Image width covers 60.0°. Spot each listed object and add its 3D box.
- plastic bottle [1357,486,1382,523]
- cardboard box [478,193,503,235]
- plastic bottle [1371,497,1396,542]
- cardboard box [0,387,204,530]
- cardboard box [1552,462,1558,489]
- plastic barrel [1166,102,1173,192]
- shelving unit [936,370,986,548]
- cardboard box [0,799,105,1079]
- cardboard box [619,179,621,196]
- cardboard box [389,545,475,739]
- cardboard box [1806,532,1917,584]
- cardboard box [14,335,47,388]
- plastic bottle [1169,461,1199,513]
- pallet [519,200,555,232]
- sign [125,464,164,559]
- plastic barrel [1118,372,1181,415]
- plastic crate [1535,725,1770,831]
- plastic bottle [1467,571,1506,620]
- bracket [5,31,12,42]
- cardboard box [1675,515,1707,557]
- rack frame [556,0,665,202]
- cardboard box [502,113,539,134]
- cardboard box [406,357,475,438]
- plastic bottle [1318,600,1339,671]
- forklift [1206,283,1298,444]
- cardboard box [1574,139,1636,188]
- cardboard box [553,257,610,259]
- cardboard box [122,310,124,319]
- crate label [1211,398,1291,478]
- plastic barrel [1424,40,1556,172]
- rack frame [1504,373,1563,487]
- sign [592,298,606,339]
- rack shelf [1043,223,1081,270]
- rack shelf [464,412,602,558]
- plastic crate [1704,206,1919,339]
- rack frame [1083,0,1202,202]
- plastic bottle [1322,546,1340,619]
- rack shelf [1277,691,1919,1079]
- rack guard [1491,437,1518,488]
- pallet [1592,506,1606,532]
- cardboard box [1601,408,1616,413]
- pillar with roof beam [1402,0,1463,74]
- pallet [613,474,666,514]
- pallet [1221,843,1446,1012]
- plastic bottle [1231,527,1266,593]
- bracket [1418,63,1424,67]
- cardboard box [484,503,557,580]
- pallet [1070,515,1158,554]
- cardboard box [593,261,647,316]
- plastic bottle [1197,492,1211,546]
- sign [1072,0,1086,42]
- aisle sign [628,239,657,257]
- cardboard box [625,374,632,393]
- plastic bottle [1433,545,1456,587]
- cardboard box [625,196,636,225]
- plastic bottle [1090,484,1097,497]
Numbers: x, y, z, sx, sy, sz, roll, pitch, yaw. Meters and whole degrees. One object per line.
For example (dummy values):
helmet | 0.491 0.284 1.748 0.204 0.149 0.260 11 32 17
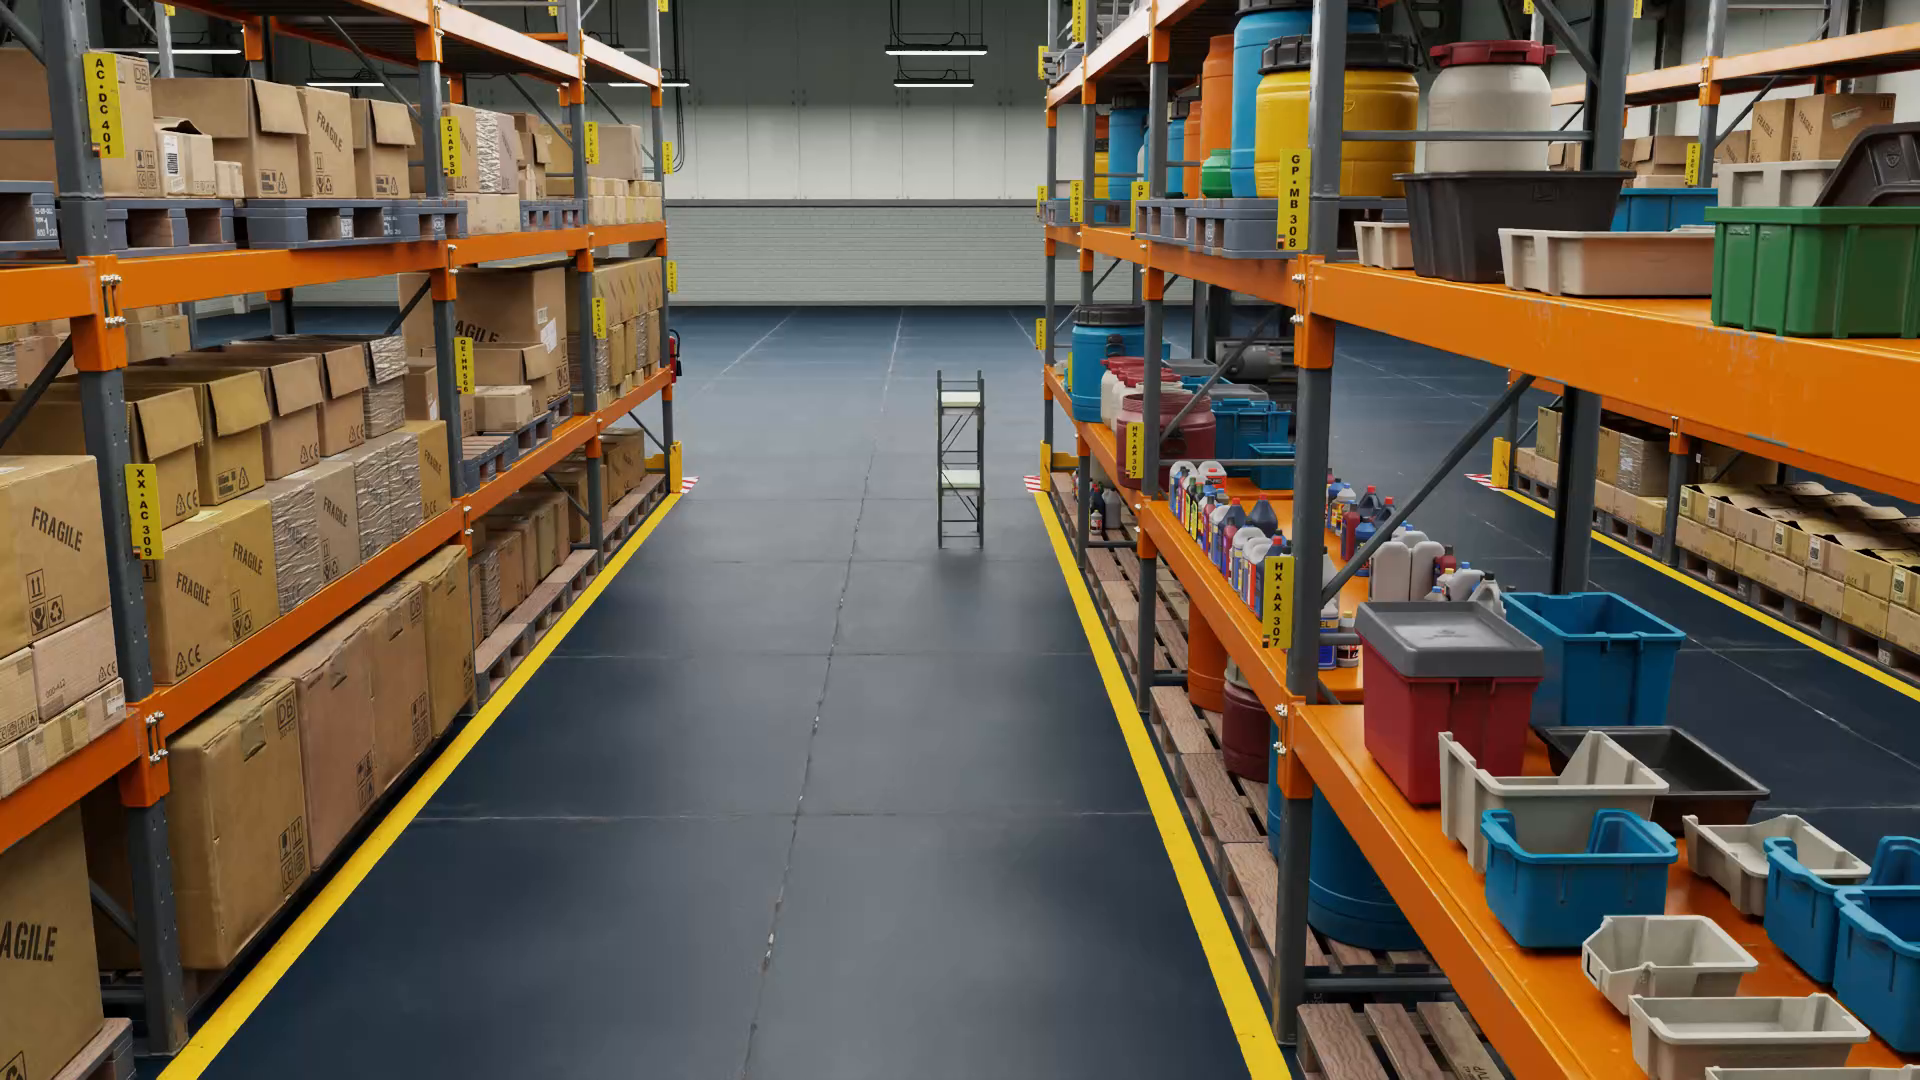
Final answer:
plastic bottle | 1.987 -0.082 8.044 0.144 0.351 0.185 0 11 -1
cardboard box | -3.151 -2.017 10.289 0.500 0.250 0.500 0 11 0
plastic bottle | 1.993 -0.019 7.733 0.144 0.351 0.185 0 11 -1
cardboard box | -3.324 -0.296 6.200 0.797 0.503 0.637 -1 11 -3
cardboard box | 6.166 -0.606 16.361 0.500 0.250 0.500 0 11 -1
plastic barrel | 1.725 -2.725 12.140 0.600 0.901 0.600 0 11 0
shelving unit | 0.000 -0.736 14.917 0.431 1.500 0.755 0 11 -1
cardboard box | -3.369 1.338 5.205 0.875 0.875 0.875 0 11 -1
cardboard box | -3.231 -3.136 14.802 0.380 0.149 0.250 0 11 -2
cardboard box | -3.392 0.549 9.096 1.225 0.875 0.875 -1 11 -4
cardboard box | 6.237 0.096 11.488 0.500 0.311 0.500 0 11 -2
cardboard box | -8.482 -1.475 14.406 0.875 0.550 0.550 0 11 -1
plastic bottle | 1.252 -0.296 9.286 0.152 0.276 0.135 0 11 -1
pallet | -3.537 -2.268 11.620 1.213 0.211 1.003 0 11 -1
sign | -2.748 -0.094 5.603 0.100 0.325 0.005 0 11 -1
plastic barrel | 1.309 -0.883 11.525 0.433 0.535 0.433 0 11 0
plastic crate | 1.941 0.678 4.715 0.437 0.125 0.590 0 11 -1
plastic bottle | 1.965 0.296 6.181 0.144 0.351 0.185 0 11 -1
bracket | -19.333 -10.176 33.533 0.235 0.232 0.430 0 11 -1
cardboard box | 6.197 -0.036 13.551 0.500 0.250 0.500 -1 11 -3
rack frame | -3.550 -4.954 16.846 1.000 3.000 0.127 0 11 -1
cardboard box | -3.732 -3.217 13.571 0.500 0.500 0.500 -1 11 -3
cardboard box | -3.548 -0.896 10.625 0.700 0.500 0.500 1 12 7
plastic bottle | 1.318 0.335 6.177 0.152 0.276 0.135 0 11 -1
forklift | 3.118 -1.905 17.079 1.130 2.935 3.031 0 11 -1
cardboard box | 6.115 -3.516 15.643 0.500 0.500 0.500 0 11 -1
cardboard box | -3.812 -2.588 16.759 0.500 0.500 0.500 0 11 -1
cardboard box | -8.563 -2.322 15.866 0.875 0.550 0.550 0 11 -1
crate label | 1.817 -0.660 10.679 0.502 0.435 0.616 0 11 -1
plastic barrel | 1.889 -1.497 5.952 0.433 0.535 0.433 0 11 0
rack frame | 6.354 -2.054 17.639 1.000 3.000 0.127 0 11 -1
sign | -2.913 -1.789 13.423 0.100 0.325 0.005 0 11 -1
rack shelf | 1.443 -2.754 15.356 1.077 0.370 4.000 0 11 -1
rack shelf | -3.427 -0.469 11.635 1.077 0.370 4.000 0 11 -1
plastic crate | 1.426 -0.415 2.549 0.450 0.188 0.336 0 11 -1
rack frame | 1.484 -4.179 13.027 1.000 3.000 0.127 0 11 -1
plastic bottle | 1.447 0.193 6.686 0.144 0.351 0.185 0 11 -1
rack shelf | 1.691 1.101 3.896 1.077 0.370 4.000 0 11 -1
rack guard | 6.353 -0.834 17.911 1.175 0.500 0.348 0 11 -1
pallet | 6.434 -0.294 15.975 1.003 0.211 1.213 0 11 -1
cardboard box | 6.662 -1.174 17.277 0.500 0.500 0.500 0 11 -1
pillar with roof beam | 7.386 -9.633 39.907 9.100 9.000 0.548 0 11 -1
pallet | -3.567 -0.471 16.848 1.003 0.211 1.213 0 11 -1
pallet | 1.675 1.564 6.819 1.003 0.211 1.213 0 11 -1
plastic bottle | 1.293 0.089 7.388 0.152 0.276 0.135 0 11 -1
bracket | 11.273 -12.011 42.577 0.076 0.066 4.783 0 11 -1
cardboard box | -3.486 0.008 12.658 0.700 0.500 0.500 0 11 -2
pallet | 1.512 -0.006 14.559 1.003 0.211 1.213 0 11 -1
cardboard box | -3.268 -2.392 15.790 0.500 0.500 0.500 0 11 -1
plastic bottle | 1.245 -0.106 8.362 0.097 0.271 0.097 0 11 0
sign | 0.934 -4.077 13.047 0.100 0.325 0.005 0 11 -1
aisle sign | -3.252 -3.302 17.251 0.394 0.787 0.004 0 11 -1
cardboard box | -3.216 -1.438 15.234 0.380 0.149 0.250 0 11 -1
plastic bottle | 2.050 0.157 7.034 0.061 0.283 0.133 0 11 -1
cardboard box | -3.256 -3.015 15.207 0.500 0.250 0.500 0 11 -2
plastic bottle | 1.179 -0.322 14.656 0.144 0.351 0.185 -1 11 -4
